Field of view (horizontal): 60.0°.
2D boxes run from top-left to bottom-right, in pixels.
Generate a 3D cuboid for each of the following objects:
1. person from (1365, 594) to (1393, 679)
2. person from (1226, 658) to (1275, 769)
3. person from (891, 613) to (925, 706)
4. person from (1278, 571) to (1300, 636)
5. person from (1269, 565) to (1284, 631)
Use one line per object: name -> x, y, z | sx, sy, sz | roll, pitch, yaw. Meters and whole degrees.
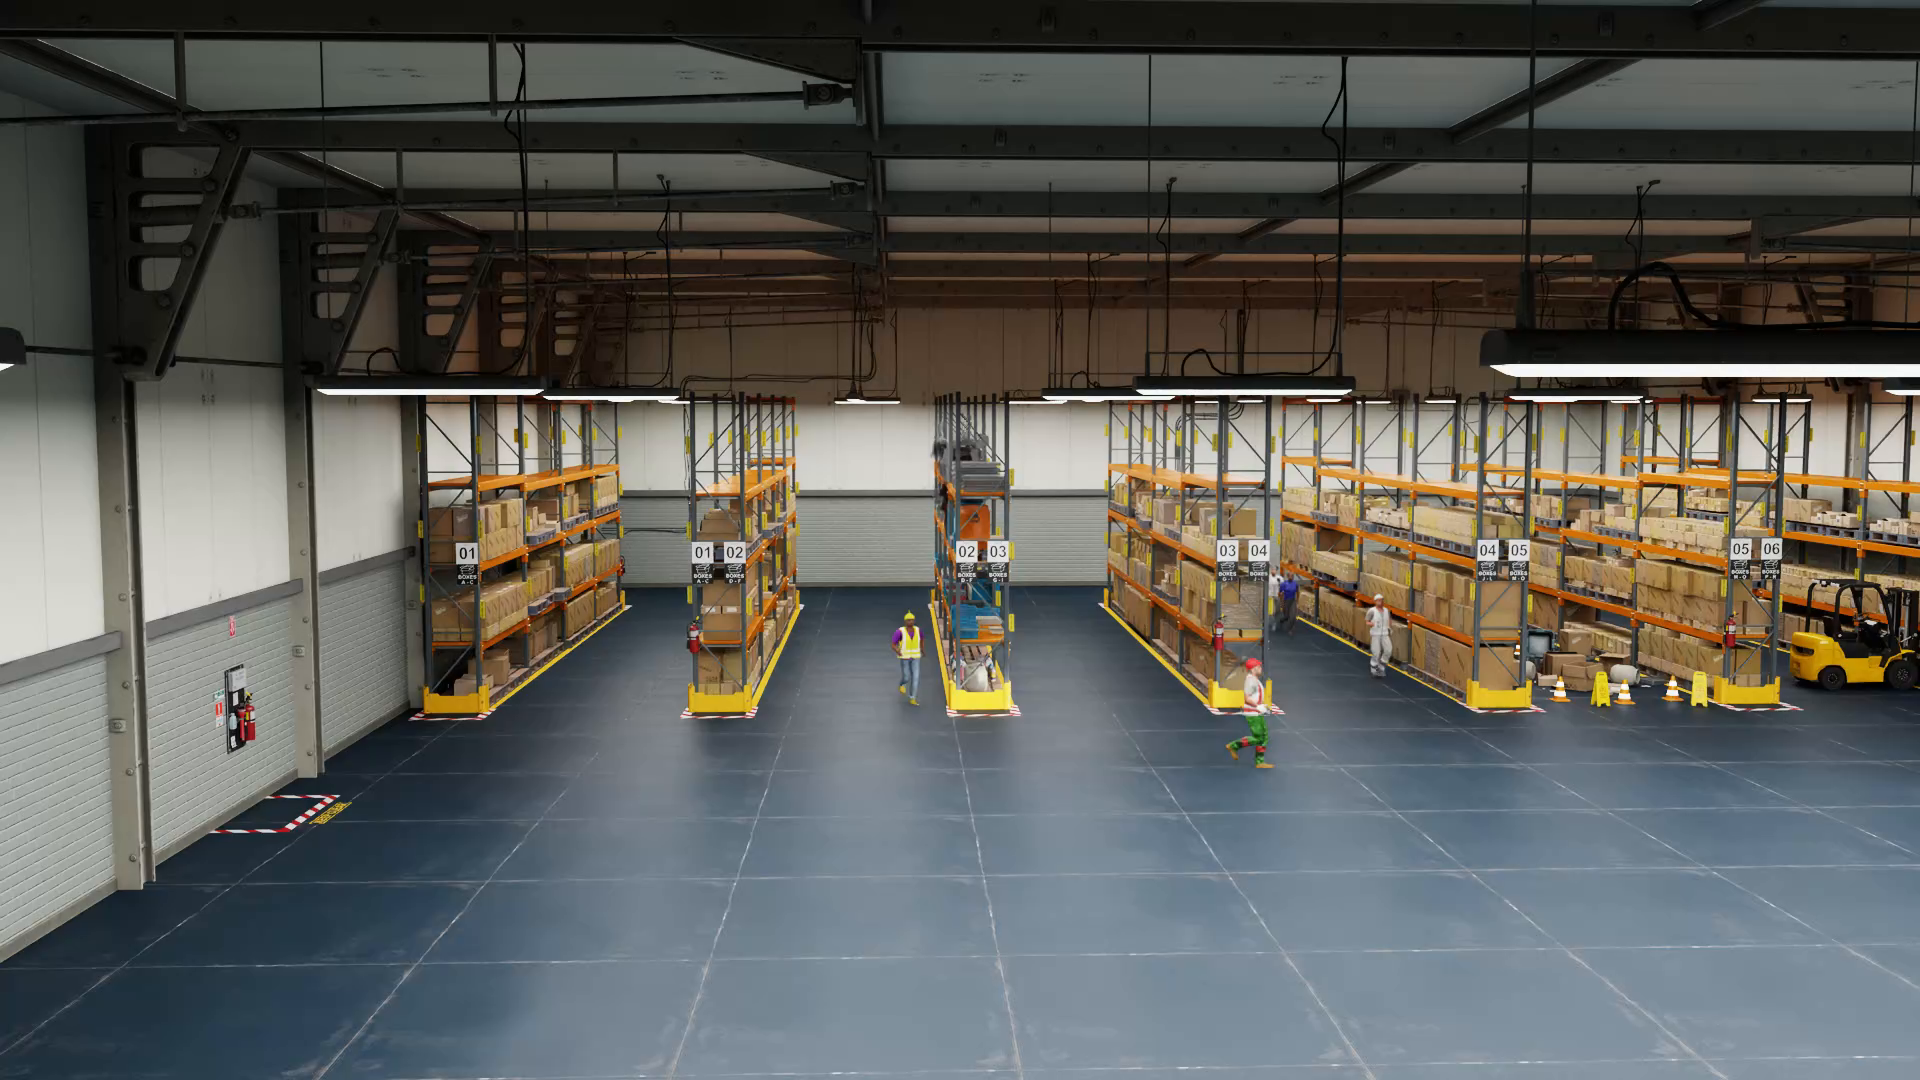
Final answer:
person -> 8.851, 2.036, 34.968 | 0.634, 1.786, 0.645 | -1, 5, -7
person -> 4.604, 2.741, 26.299 | 0.761, 1.755, 0.649 | 1, 5, 14
person -> -0.979, 2.284, 32.168 | 0.697, 1.751, 0.868 | -1, 5, -16
person -> 8.270, 1.579, 41.857 | 0.558, 1.608, 0.592 | -1, 5, -7
person -> 8.097, 1.470, 42.838 | 0.613, 1.687, 0.680 | 1, 5, 7
